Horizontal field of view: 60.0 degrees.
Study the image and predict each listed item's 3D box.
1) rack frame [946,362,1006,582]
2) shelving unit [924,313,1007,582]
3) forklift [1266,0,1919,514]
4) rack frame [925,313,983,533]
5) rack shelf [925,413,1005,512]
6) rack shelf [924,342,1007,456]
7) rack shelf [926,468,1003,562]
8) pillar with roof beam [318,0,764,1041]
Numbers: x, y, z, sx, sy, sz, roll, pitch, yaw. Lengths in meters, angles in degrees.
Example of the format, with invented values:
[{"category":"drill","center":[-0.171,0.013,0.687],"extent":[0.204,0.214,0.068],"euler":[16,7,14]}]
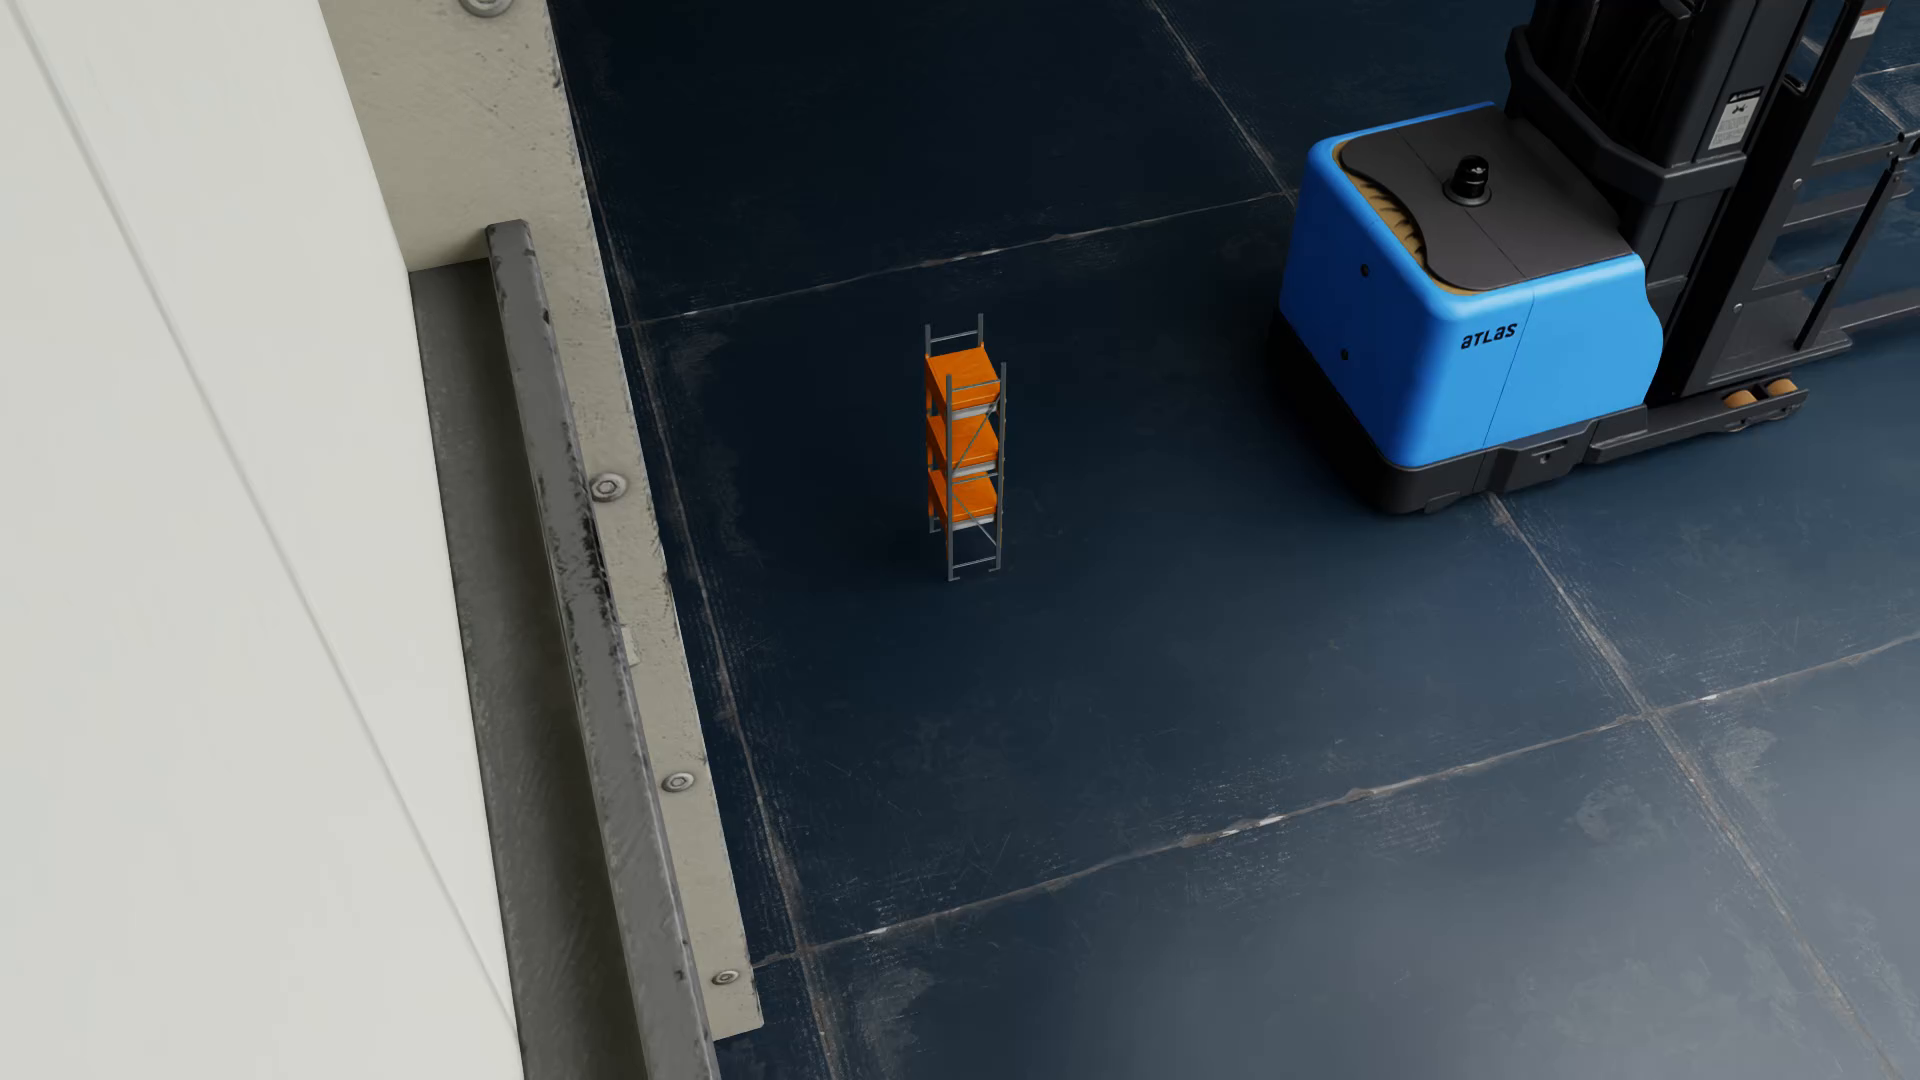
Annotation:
[{"category":"rack frame","center":[0.052,-0.210,5.741],"extent":[0.200,1.050,0.008],"euler":[-13,51,-11]},{"category":"shelving unit","center":[0.016,-0.299,5.816],"extent":[0.215,1.050,0.252],"euler":[-13,51,-11]},{"category":"forklift","center":[2.828,-1.742,5.802],"extent":[3.031,2.935,1.130],"euler":[-15,52,-13]},{"category":"rack frame","center":[-0.020,-0.388,5.891],"extent":[0.200,1.050,0.008],"euler":[-13,51,-11]},{"category":"rack shelf","center":[0.016,-0.292,5.824],"extent":[0.215,0.259,0.240],"euler":[-13,51,-11]},{"category":"rack shelf","center":[0.016,-0.475,5.607],"extent":[0.215,0.259,0.240],"euler":[-13,51,-11]},{"category":"rack shelf","center":[0.016,-0.113,6.036],"extent":[0.215,0.259,0.240],"euler":[-13,51,-11]},{"category":"pillar with roof beam","center":[3.317,-2.519,2.487],"extent":[9.100,9.000,0.400],"euler":[-13,51,-11]}]
